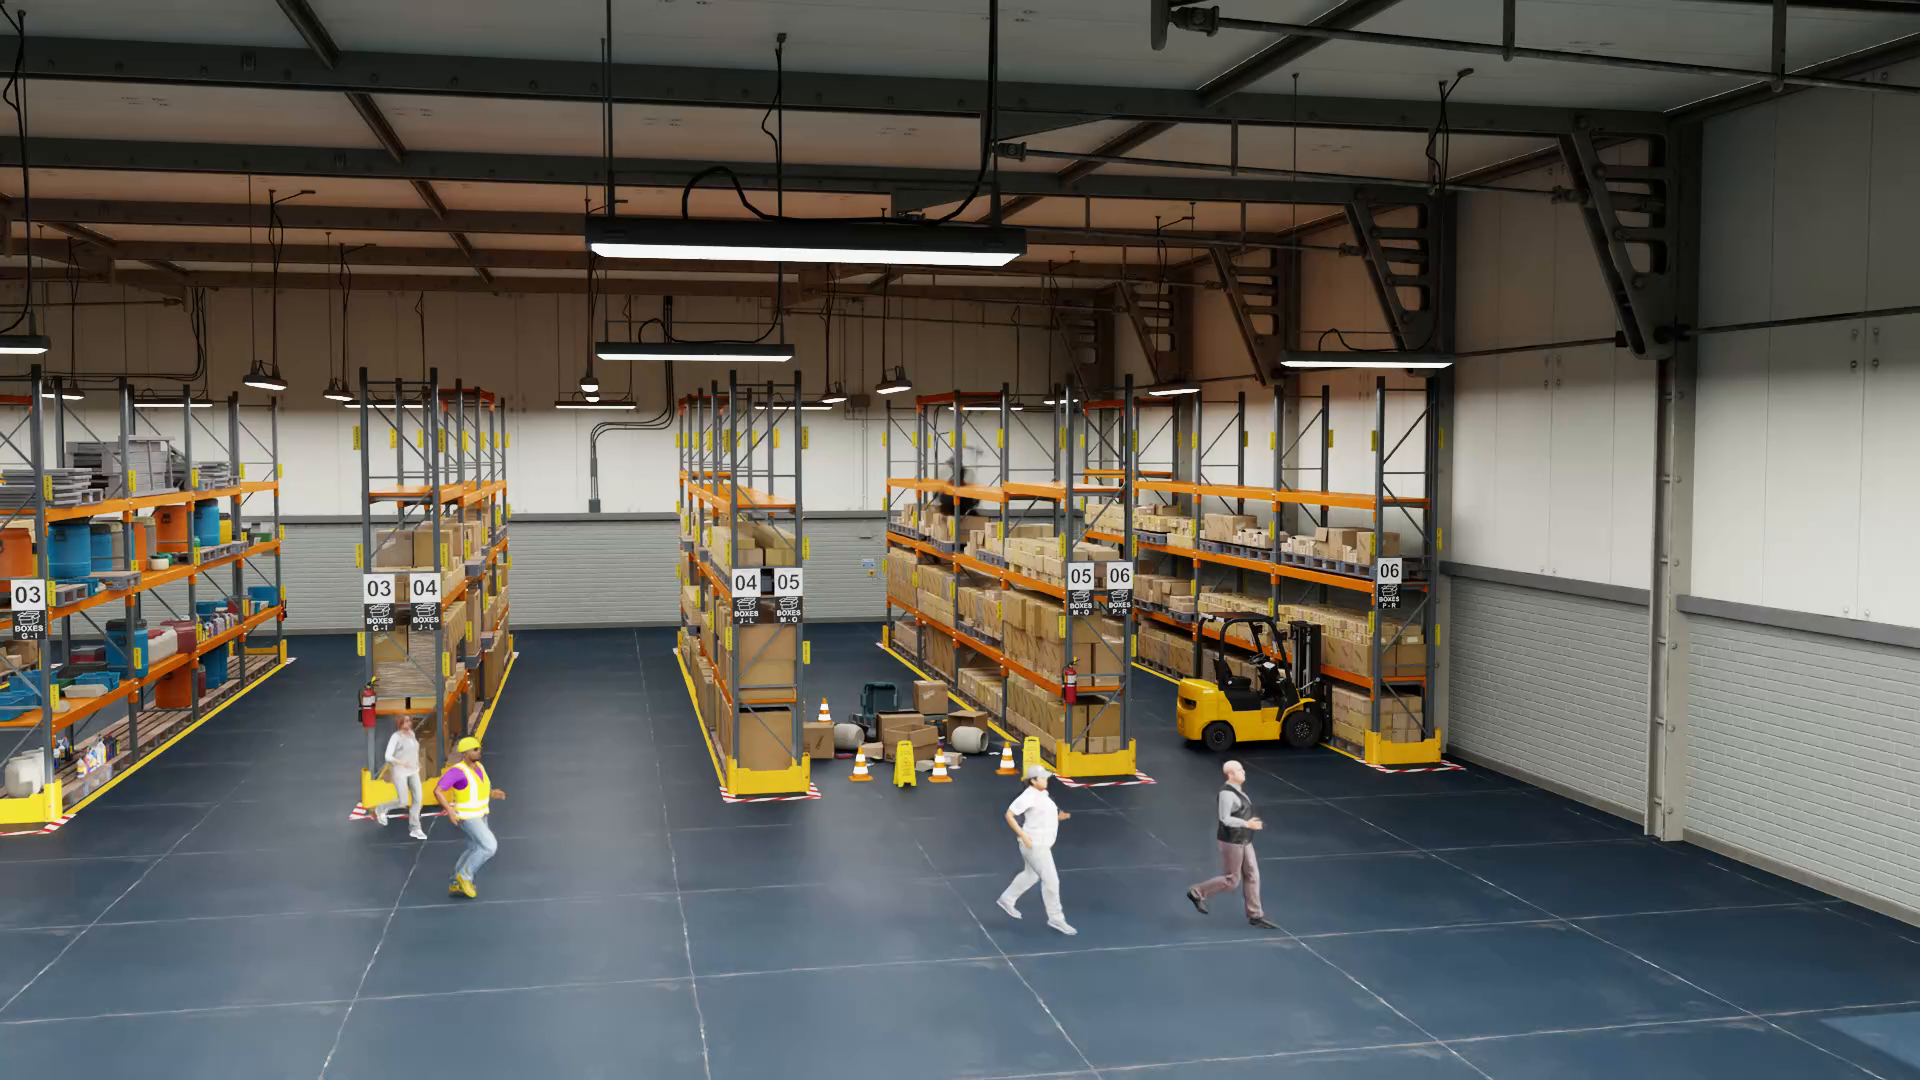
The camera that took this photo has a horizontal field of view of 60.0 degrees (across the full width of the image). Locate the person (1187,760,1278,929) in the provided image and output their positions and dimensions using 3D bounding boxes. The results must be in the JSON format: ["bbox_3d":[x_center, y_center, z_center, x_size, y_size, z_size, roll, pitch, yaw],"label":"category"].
[{"bbox_3d":[2.811,3.119,17.107,0.936,1.717,0.661,2,4,25],"label":"person"}]

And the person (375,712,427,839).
[{"bbox_3d":[-7.042,2.968,21.012,0.793,1.590,0.541,2,4,25],"label":"person"}]

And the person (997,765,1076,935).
[{"bbox_3d":[0.780,3.141,17.037,0.895,1.689,0.594,1,4,18],"label":"person"}]

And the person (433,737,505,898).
[{"bbox_3d":[-5.318,3.032,18.227,0.672,1.742,0.675,1,3,10],"label":"person"}]
